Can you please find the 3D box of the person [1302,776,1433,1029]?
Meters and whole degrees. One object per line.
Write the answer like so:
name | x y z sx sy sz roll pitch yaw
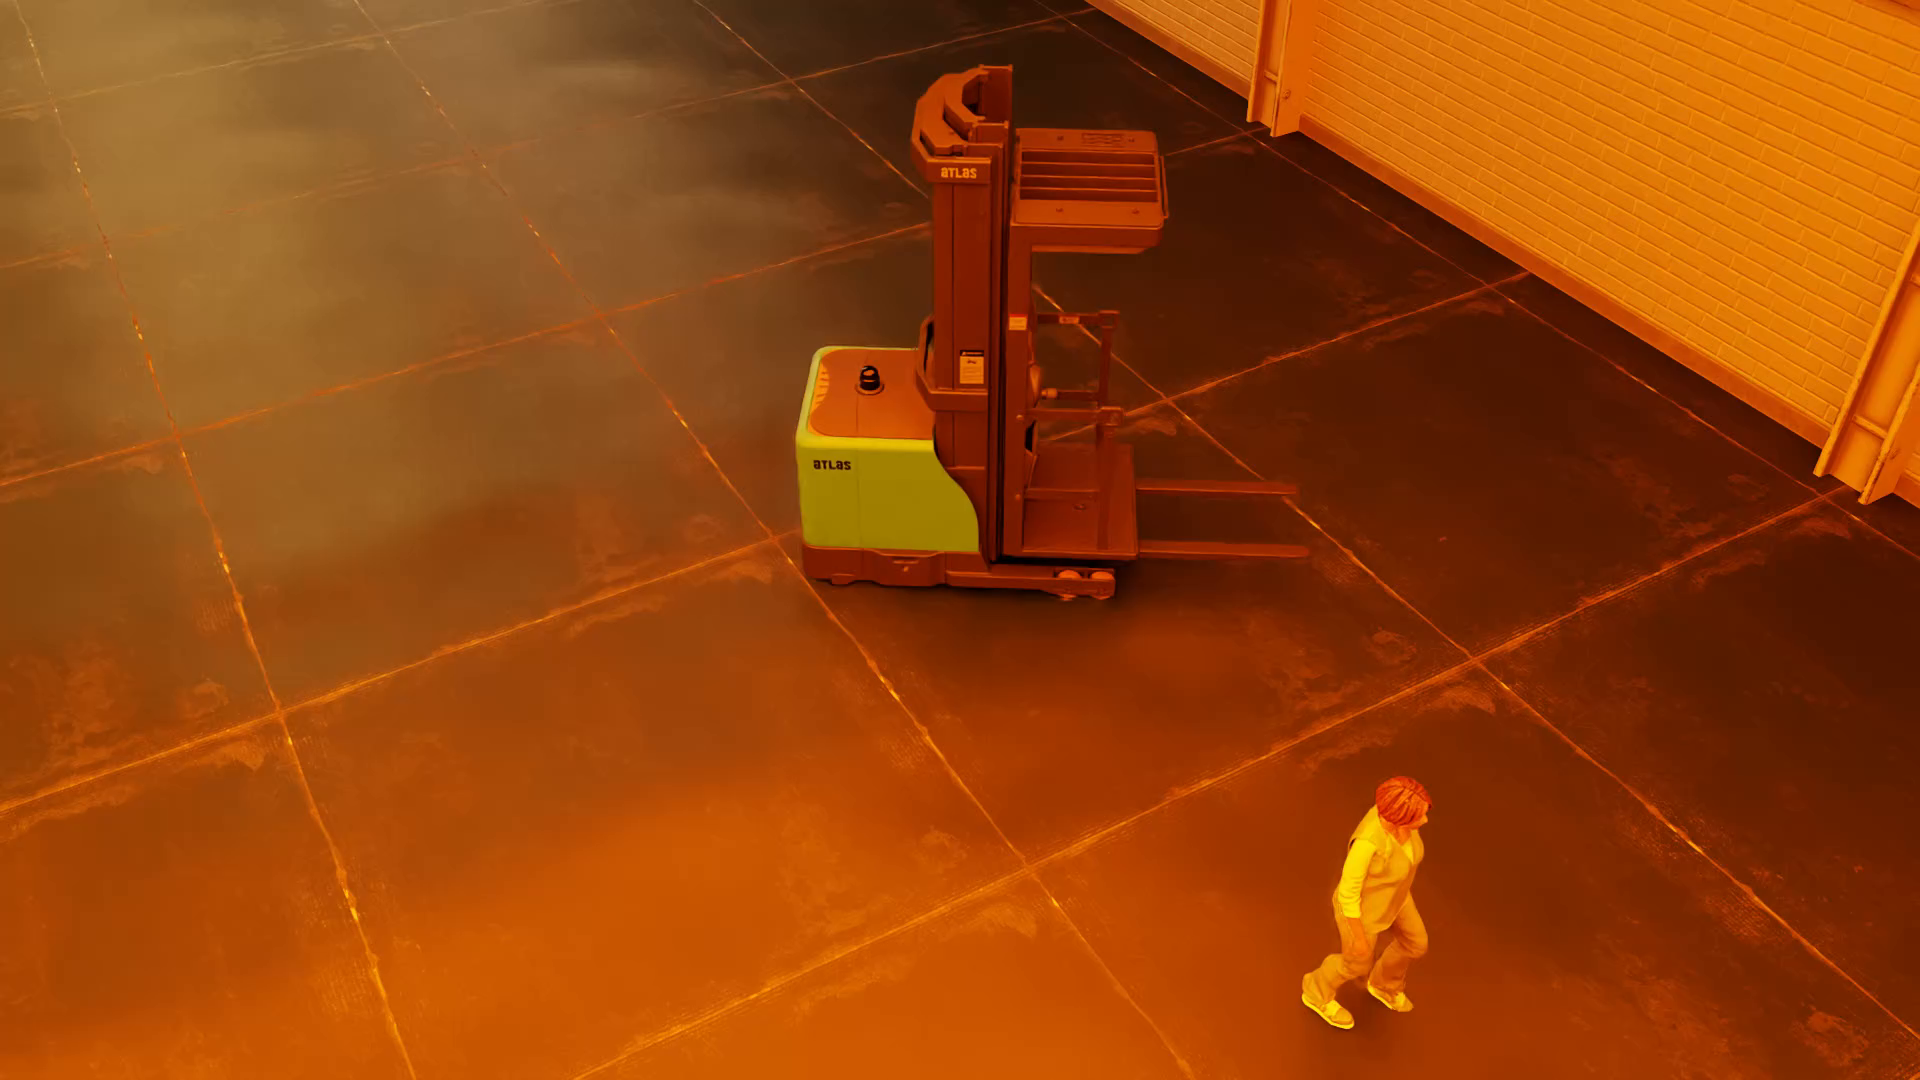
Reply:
person | 1.797 1.616 7.222 0.459 1.586 0.510 28 47 30

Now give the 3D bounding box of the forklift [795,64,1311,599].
forklift | 0.588 -1.128 9.396 3.031 2.935 1.130 2 40 2
